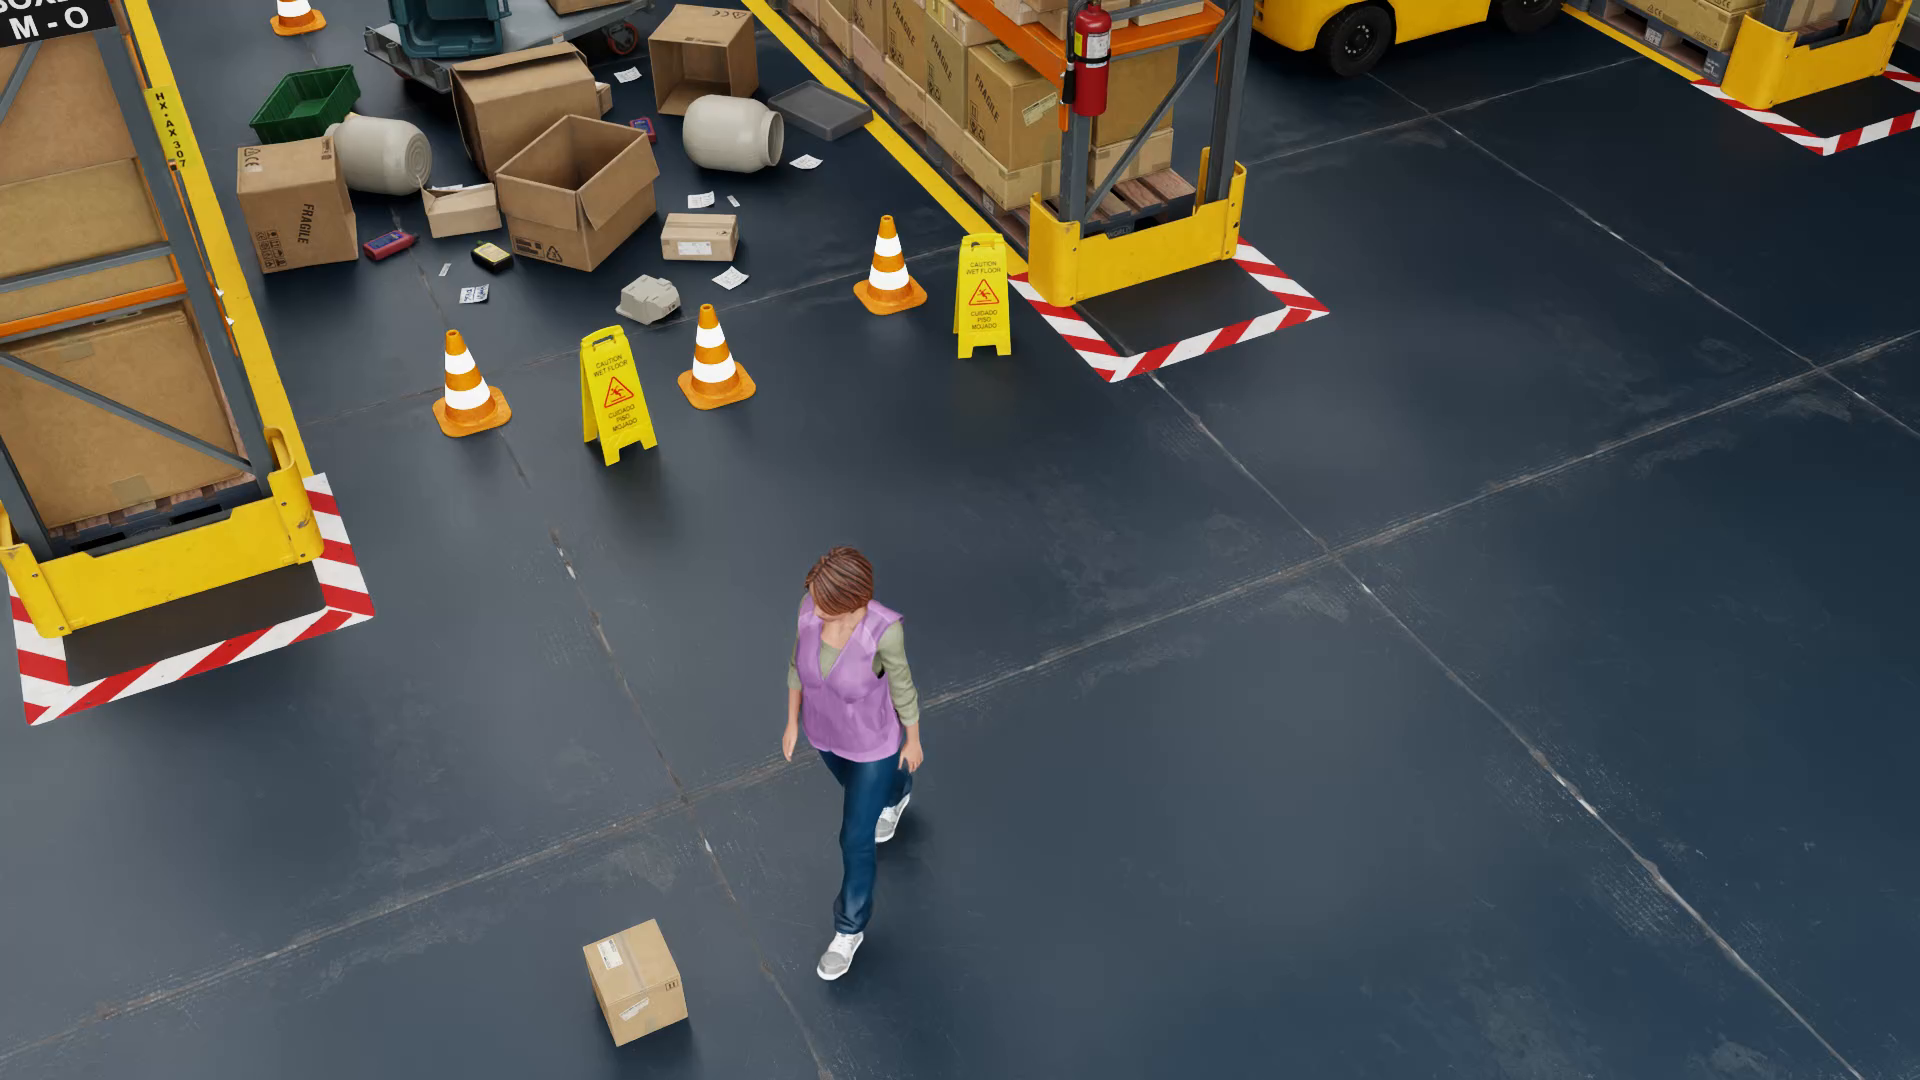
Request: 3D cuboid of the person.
[{"bbox_3d":[-0.374,0.642,5.443,0.450,1.551,0.847,23,47,23],"label":"person"}]
